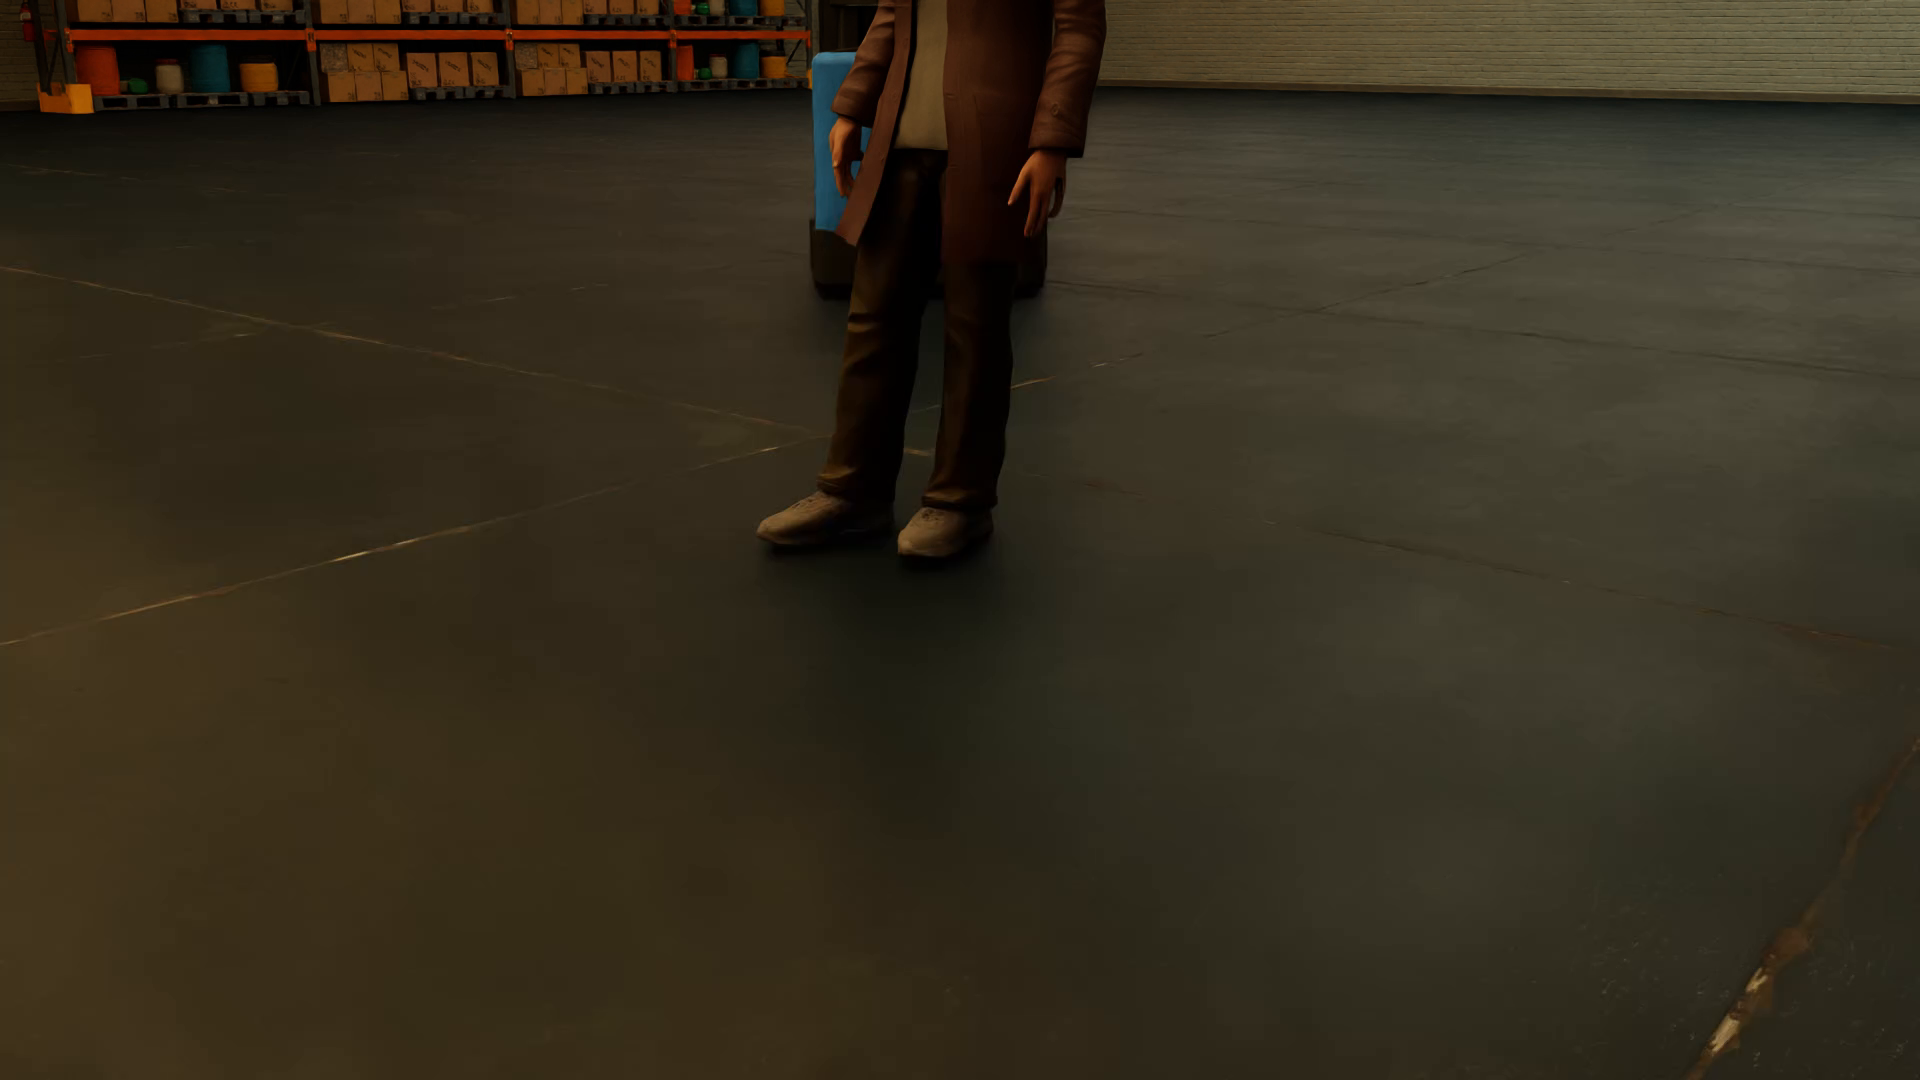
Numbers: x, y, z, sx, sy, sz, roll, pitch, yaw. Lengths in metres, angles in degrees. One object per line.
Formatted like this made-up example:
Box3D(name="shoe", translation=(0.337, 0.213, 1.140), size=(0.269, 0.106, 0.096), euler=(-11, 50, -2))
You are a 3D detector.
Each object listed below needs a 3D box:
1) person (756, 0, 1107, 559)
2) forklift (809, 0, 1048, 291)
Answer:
Box3D(name="person", translation=(-0.062, -0.838, 3.618), size=(0.696, 1.776, 0.582), euler=(13, 21, 37))
Box3D(name="forklift", translation=(-0.170, -2.922, 8.519), size=(1.130, 2.935, 3.031), euler=(0, 17, -1))
